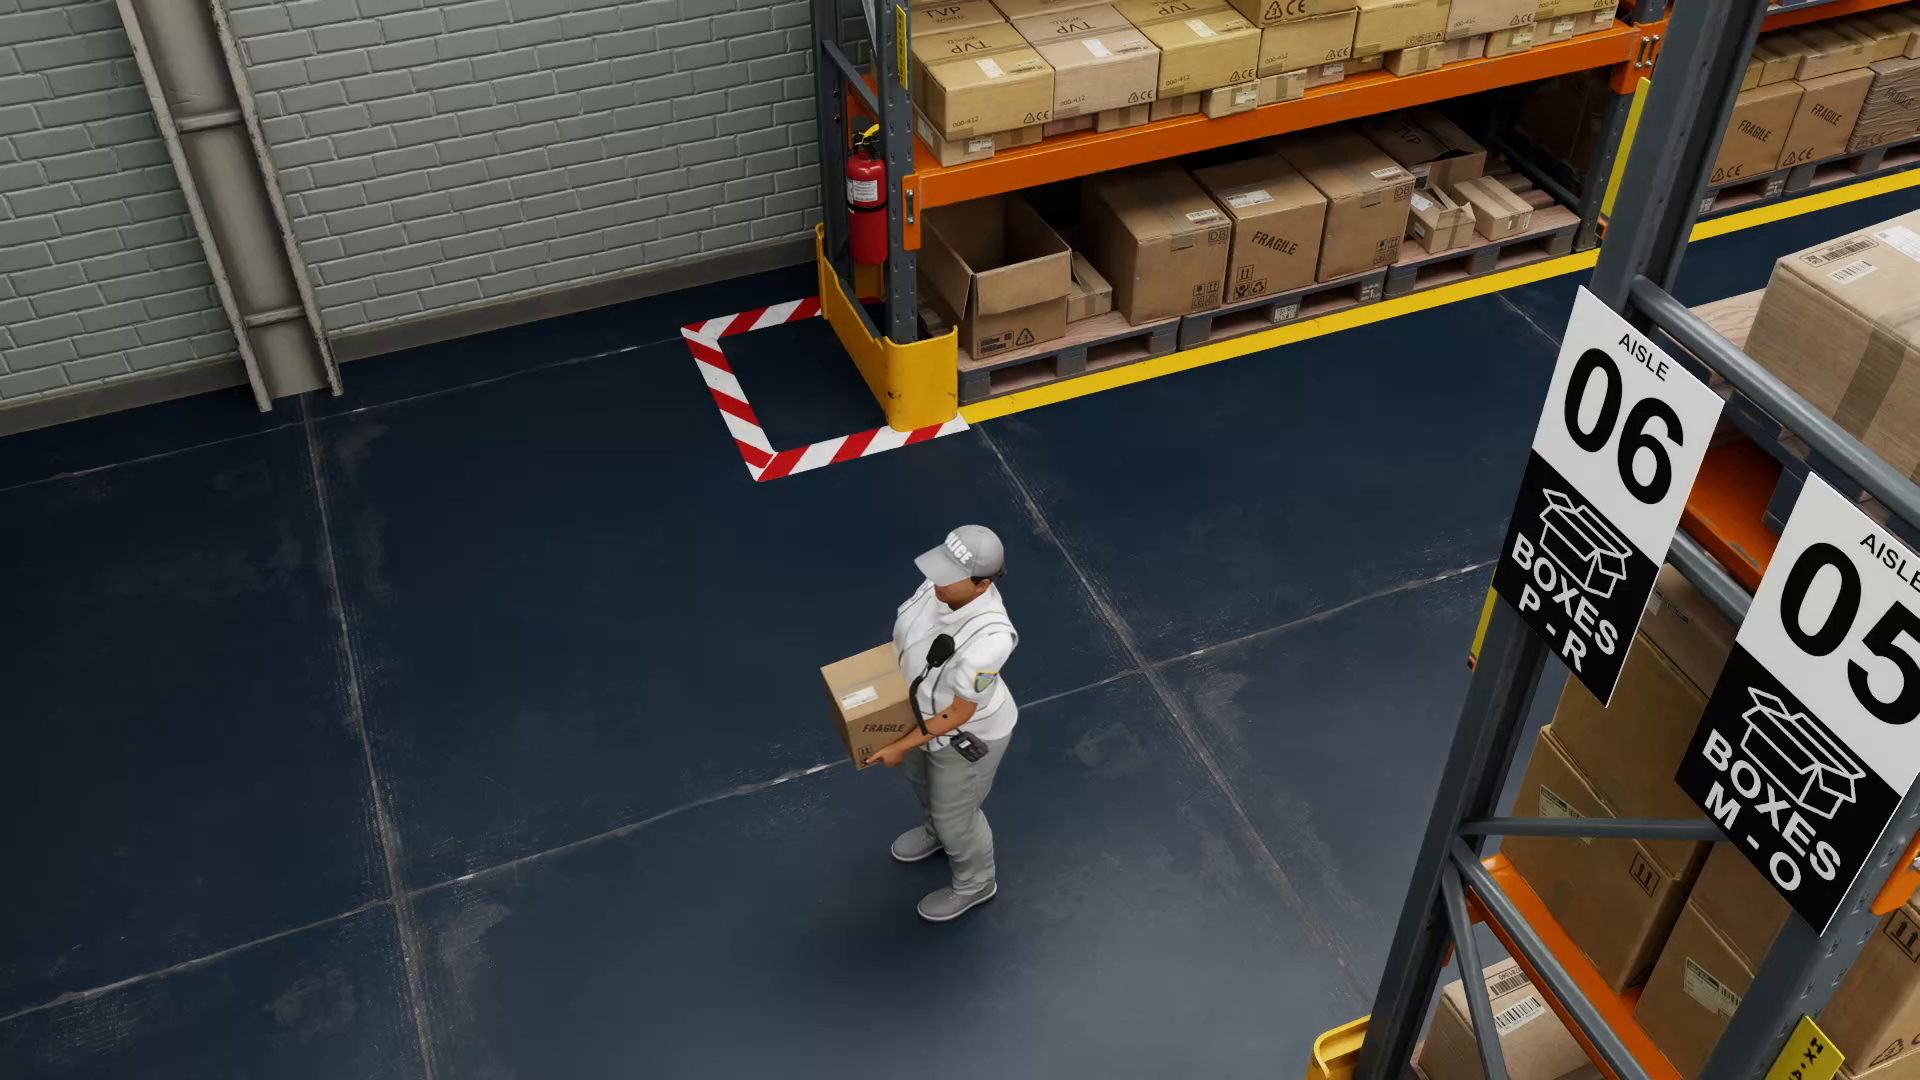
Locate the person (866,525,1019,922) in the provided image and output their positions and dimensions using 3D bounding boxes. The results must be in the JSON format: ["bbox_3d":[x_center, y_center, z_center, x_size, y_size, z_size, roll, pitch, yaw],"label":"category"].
[{"bbox_3d":[-0.095,0.613,5.484,0.541,1.653,0.453,-15,44,-16],"label":"person"}]
